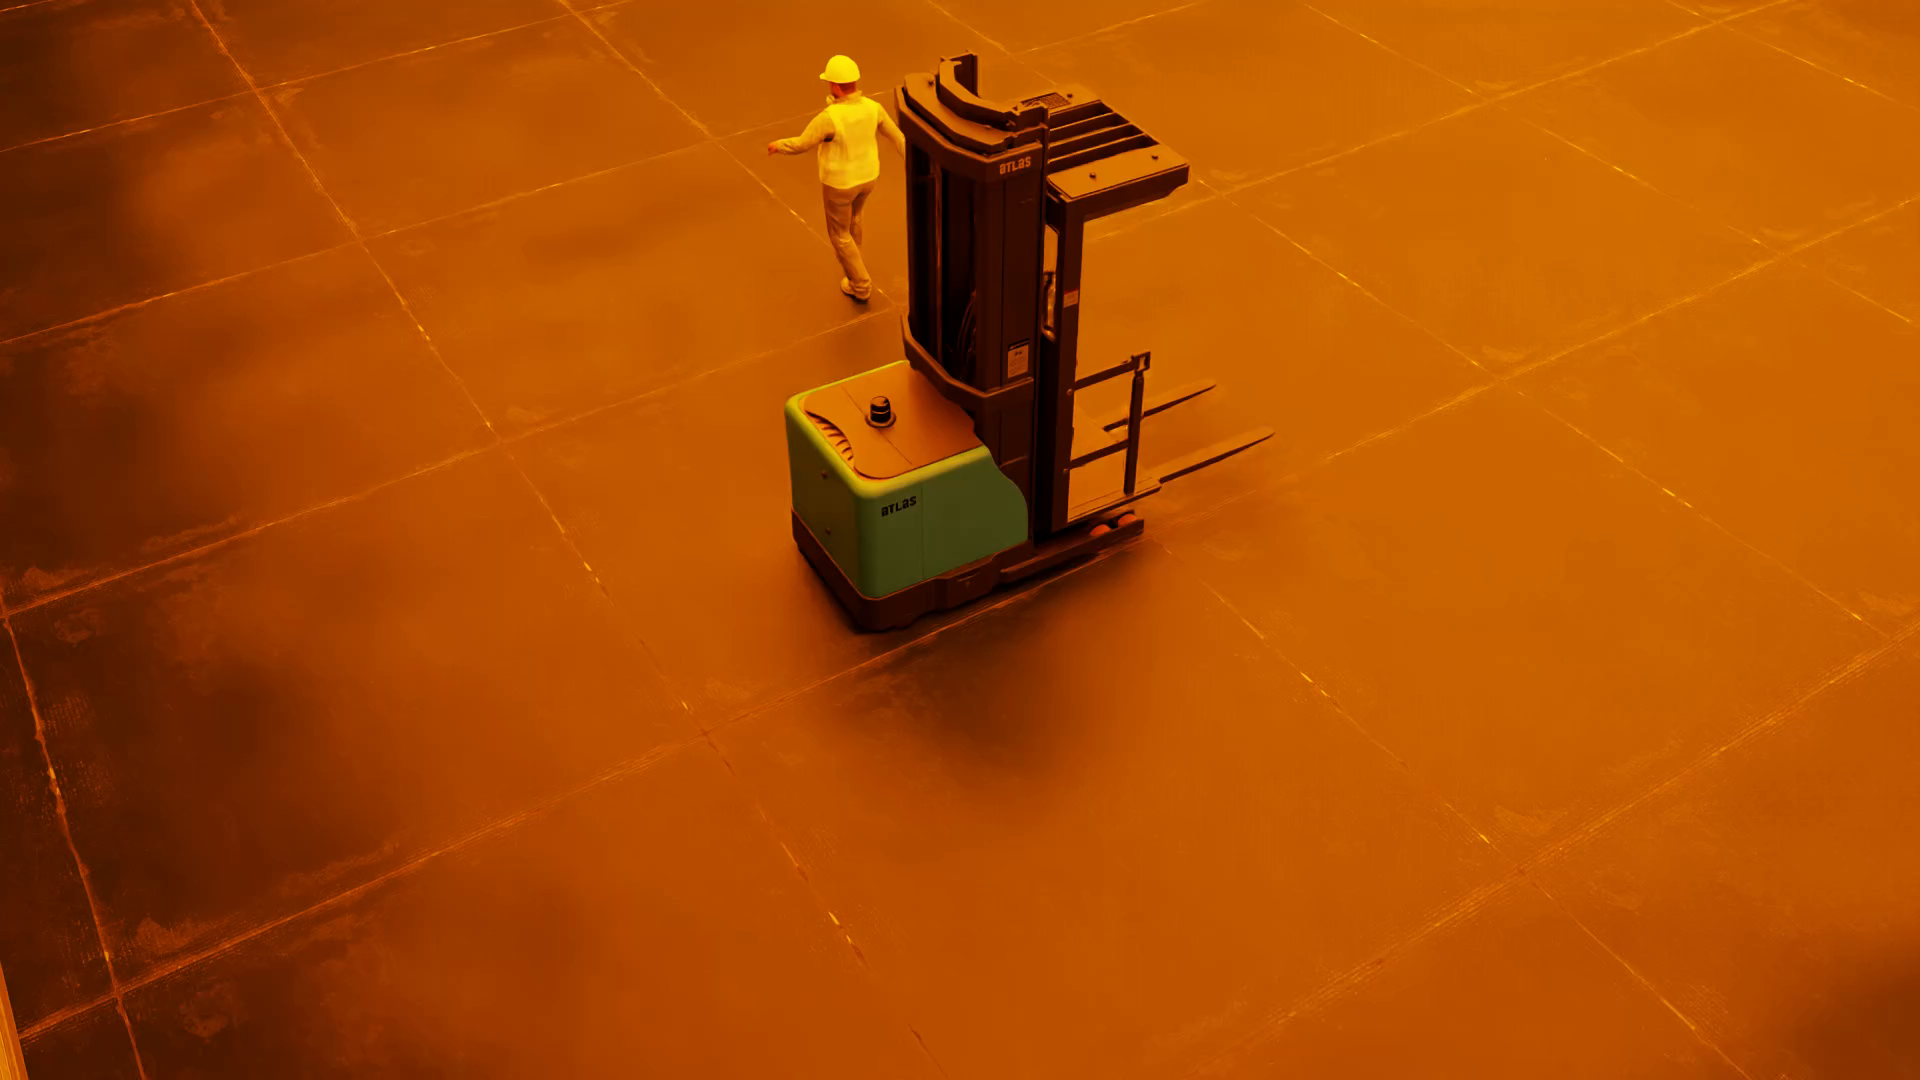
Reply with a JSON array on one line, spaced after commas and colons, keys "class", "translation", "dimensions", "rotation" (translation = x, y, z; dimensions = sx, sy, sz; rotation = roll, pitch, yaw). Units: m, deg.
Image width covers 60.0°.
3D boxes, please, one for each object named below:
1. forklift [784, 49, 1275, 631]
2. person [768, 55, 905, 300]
[{"class": "forklift", "translation": [0.525, -1.310, 9.370], "dimensions": [3.031, 2.935, 1.130], "rotation": [-21, 45, -22]}, {"class": "person", "translation": [-0.782, -2.607, 11.767], "dimensions": [0.943, 1.753, 0.755], "rotation": [-25, 47, -26]}]
